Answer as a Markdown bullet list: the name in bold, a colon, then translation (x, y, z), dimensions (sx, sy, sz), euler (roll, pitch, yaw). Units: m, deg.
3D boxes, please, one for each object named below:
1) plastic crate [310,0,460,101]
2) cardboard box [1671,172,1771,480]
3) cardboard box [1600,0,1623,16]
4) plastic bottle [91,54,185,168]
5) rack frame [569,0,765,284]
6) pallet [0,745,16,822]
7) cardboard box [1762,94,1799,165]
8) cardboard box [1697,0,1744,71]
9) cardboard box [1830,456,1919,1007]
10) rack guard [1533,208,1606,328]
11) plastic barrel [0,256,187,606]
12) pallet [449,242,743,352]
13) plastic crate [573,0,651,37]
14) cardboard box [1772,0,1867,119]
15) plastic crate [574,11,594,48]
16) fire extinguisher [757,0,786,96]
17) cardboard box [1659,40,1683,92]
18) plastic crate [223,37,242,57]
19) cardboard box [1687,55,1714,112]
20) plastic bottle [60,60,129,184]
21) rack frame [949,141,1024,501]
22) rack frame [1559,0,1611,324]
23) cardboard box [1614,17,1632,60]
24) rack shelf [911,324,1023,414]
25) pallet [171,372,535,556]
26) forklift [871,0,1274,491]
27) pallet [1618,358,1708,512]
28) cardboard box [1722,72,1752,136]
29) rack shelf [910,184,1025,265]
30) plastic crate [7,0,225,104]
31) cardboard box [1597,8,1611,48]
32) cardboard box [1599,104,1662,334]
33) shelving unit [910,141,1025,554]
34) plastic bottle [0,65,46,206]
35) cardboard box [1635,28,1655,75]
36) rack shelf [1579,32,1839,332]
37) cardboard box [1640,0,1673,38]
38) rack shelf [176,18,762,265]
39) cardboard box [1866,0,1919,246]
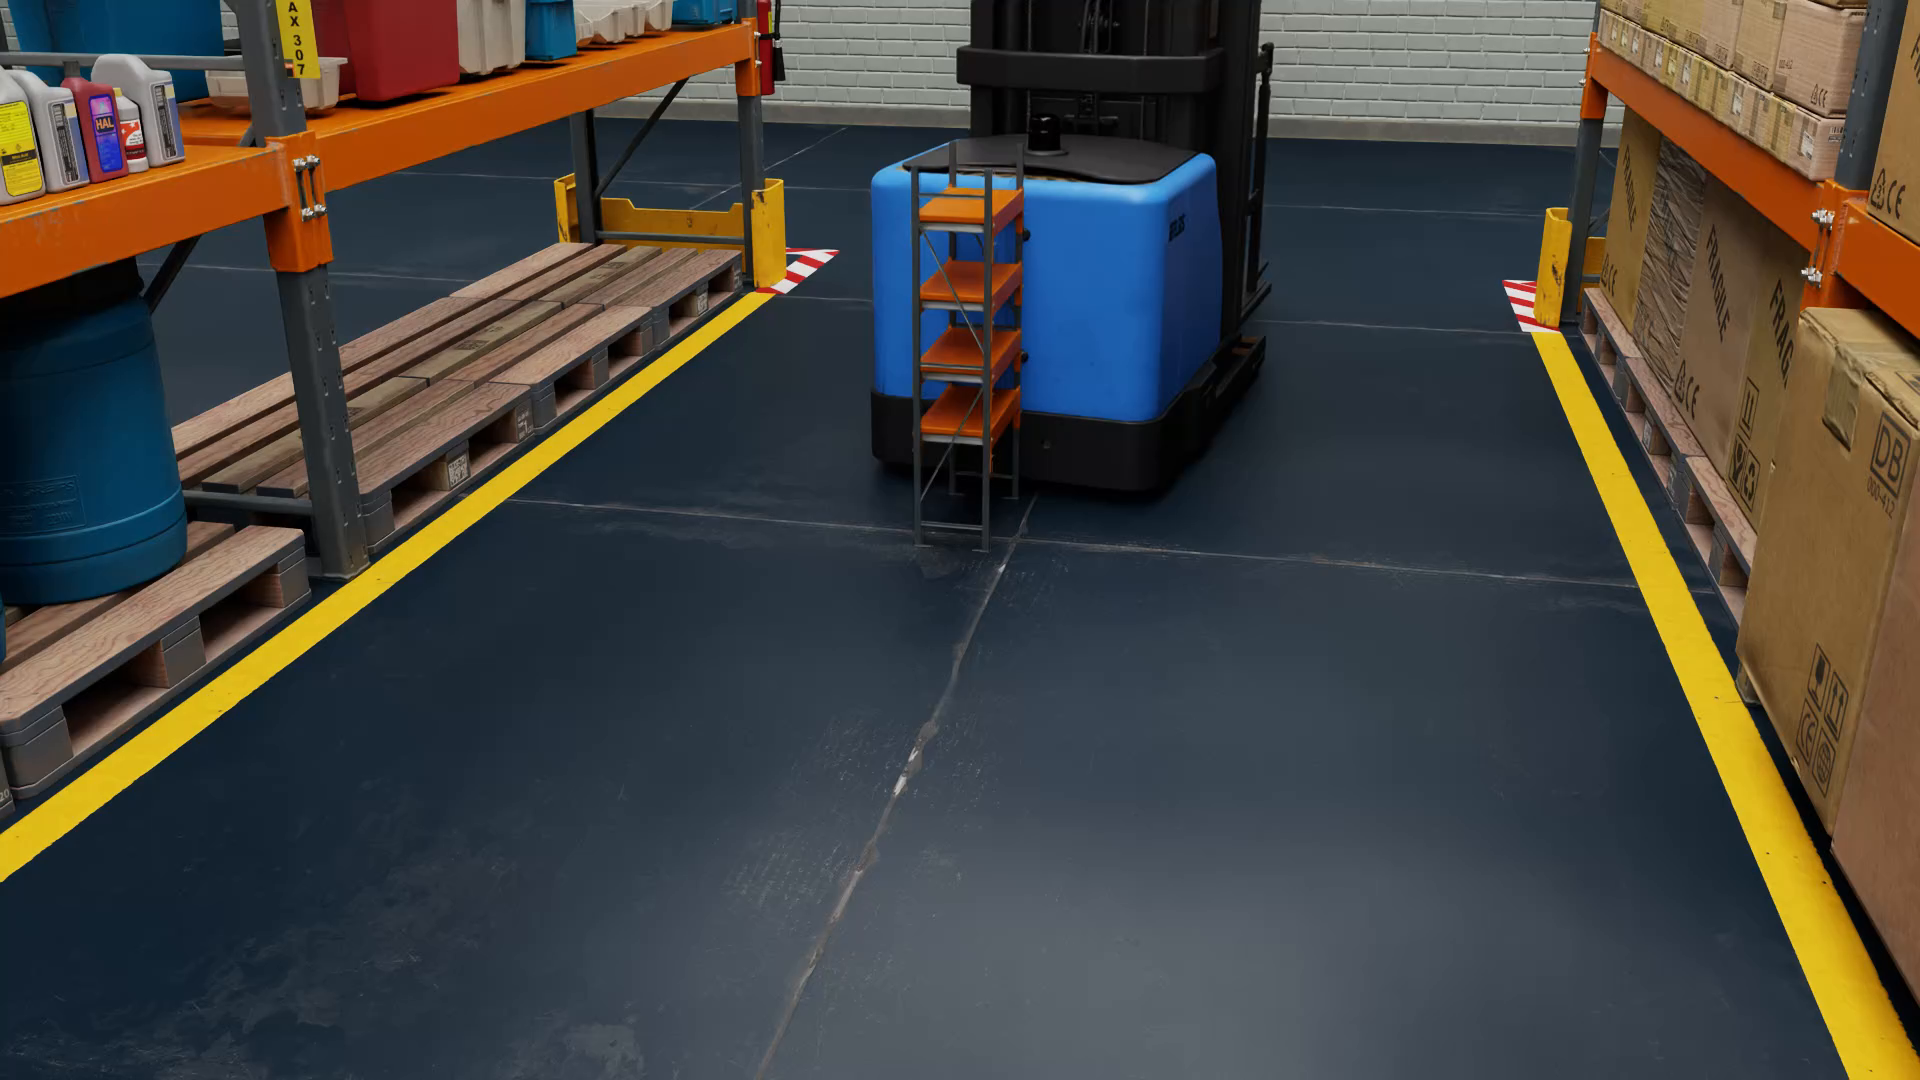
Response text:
- **plastic crate**: translation (-1.897, -1.688, 5.363), dimensions (0.402, 0.464, 0.583), euler (4, 22, 11)
- **cardboard box**: translation (2.921, -0.719, 5.406), dimensions (0.875, 0.875, 0.875), euler (4, 22, 11)
- **cardboard box**: translation (2.978, -2.322, 6.906), dimensions (0.500, 0.250, 0.500), euler (4, 22, 9)
- **plastic bottle**: translation (-2.088, -1.097, 4.227), dimensions (0.152, 0.276, 0.135), euler (4, 22, 11)
- **rack frame**: translation (-1.508, -2.786, 8.255), dimensions (1.000, 3.000, 0.127), euler (4, 22, 11)
- **pallet**: translation (-2.769, 0.697, 3.340), dimensions (1.003, 0.211, 1.213), euler (4, 22, 11)
- **cardboard box**: translation (2.318, -1.060, 4.306), dimensions (0.380, 0.149, 0.250), euler (5, 22, 12)
- **cardboard box**: translation (2.565, -1.571, 5.043), dimensions (0.500, 0.250, 0.500), euler (5, 22, 12)
- **cardboard box**: translation (2.232, 0.408, 2.608), dimensions (1.225, 0.875, 0.875), euler (4, 22, 9)
- **rack guard**: translation (3.346, -1.257, 7.807), dimensions (1.175, 0.500, 0.348), euler (4, 22, 11)
- **plastic barrel**: translation (-2.452, -0.347, 4.446), dimensions (0.600, 0.901, 0.708), euler (4, 22, 11)
- **pallet**: translation (-1.714, -1.194, 8.035), dimensions (1.003, 0.211, 1.213), euler (4, 22, 11)
- **plastic crate**: translation (-1.570, -2.274, 7.258), dimensions (0.396, 0.136, 0.243), euler (4, 22, 11)
- **cardboard box**: translation (2.358, -1.195, 4.109), dimensions (0.500, 0.250, 0.500), euler (4, 22, 10)
- **plastic crate**: translation (-1.646, -2.061, 6.728), dimensions (0.298, 0.136, 0.250), euler (4, 22, 11)
- **fire extinguisher**: translation (-1.032, -2.597, 8.390), dimensions (0.296, 0.674, 0.183), euler (4, 22, 11)
- **cardboard box**: translation (2.633, -1.624, 5.708), dimensions (0.380, 0.149, 0.250), euler (4, 22, 10)
- **plastic crate**: translation (-2.359, -1.653, 5.731), dimensions (0.437, 0.125, 0.590), euler (4, 22, 11)
- **cardboard box**: translation (2.528, -1.435, 5.238), dimensions (0.380, 0.149, 0.250), euler (4, 22, 10)
- **plastic bottle**: translation (-2.091, -1.012, 4.007), dimensions (0.061, 0.283, 0.133), euler (4, 22, 11)
- **rack frame**: translation (0.083, -0.703, 5.491), dimensions (0.240, 1.200, 0.015), euler (5, 22, 12)
- **rack frame**: translation (3.341, -2.408, 7.318), dimensions (1.000, 3.000, 0.127), euler (4, 22, 11)
- **cardboard box**: translation (2.842, -1.999, 6.639), dimensions (0.380, 0.149, 0.250), euler (4, 22, 10)
- **rack shelf**: translation (0.029, -0.551, 5.296), dimensions (0.258, 0.148, 0.480), euler (5, 22, 12)
- **pallet**: translation (-2.212, -0.301, 5.819), dimensions (1.003, 0.211, 1.213), euler (4, 22, 11)
- **forklift**: translation (0.671, -2.043, 6.503), dimensions (1.130, 2.935, 3.031), euler (8, 23, 19)
- **pallet**: translation (3.003, -0.371, 5.993), dimensions (1.003, 0.211, 1.213), euler (4, 22, 11)
- **cardboard box**: translation (2.423, -1.247, 4.772), dimensions (0.380, 0.149, 0.250), euler (5, 22, 12)
- **rack shelf**: translation (0.029, -0.978, 5.124), dimensions (0.258, 0.148, 0.480), euler (5, 22, 12)
- **plastic crate**: translation (-2.563, -1.540, 5.103), dimensions (0.392, 0.384, 0.575), euler (4, 22, 11)
- **cardboard box**: translation (2.945, -2.187, 7.105), dimensions (0.380, 0.149, 0.250), euler (5, 22, 12)
- **cardboard box**: translation (3.288, -1.377, 7.040), dimensions (0.875, 0.875, 0.875), euler (4, 22, 11)
- **shelving unit**: translation (0.029, -0.614, 5.271), dimensions (0.258, 1.200, 0.503), euler (5, 22, 12)
- **plastic bottle**: translation (-2.191, -0.939, 3.736), dimensions (0.144, 0.351, 0.185), euler (4, 22, 11)
- **cardboard box**: translation (2.737, -1.811, 6.171), dimensions (0.380, 0.149, 0.250), euler (4, 22, 10)
- **rack shelf**: translation (2.933, -1.343, 5.636), dimensions (1.077, 0.370, 4.000), euler (4, 22, 11)
- **cardboard box**: translation (2.773, -1.948, 5.977), dimensions (0.500, 0.250, 0.500), euler (4, 22, 9)
- **rack shelf**: translation (-1.916, -1.721, 6.574), dimensions (1.077, 0.370, 4.000), euler (4, 22, 11)
- **cardboard box**: translation (2.186, -0.843, 3.297), dimensions (0.500, 0.500, 0.500), euler (5, 22, 11)
